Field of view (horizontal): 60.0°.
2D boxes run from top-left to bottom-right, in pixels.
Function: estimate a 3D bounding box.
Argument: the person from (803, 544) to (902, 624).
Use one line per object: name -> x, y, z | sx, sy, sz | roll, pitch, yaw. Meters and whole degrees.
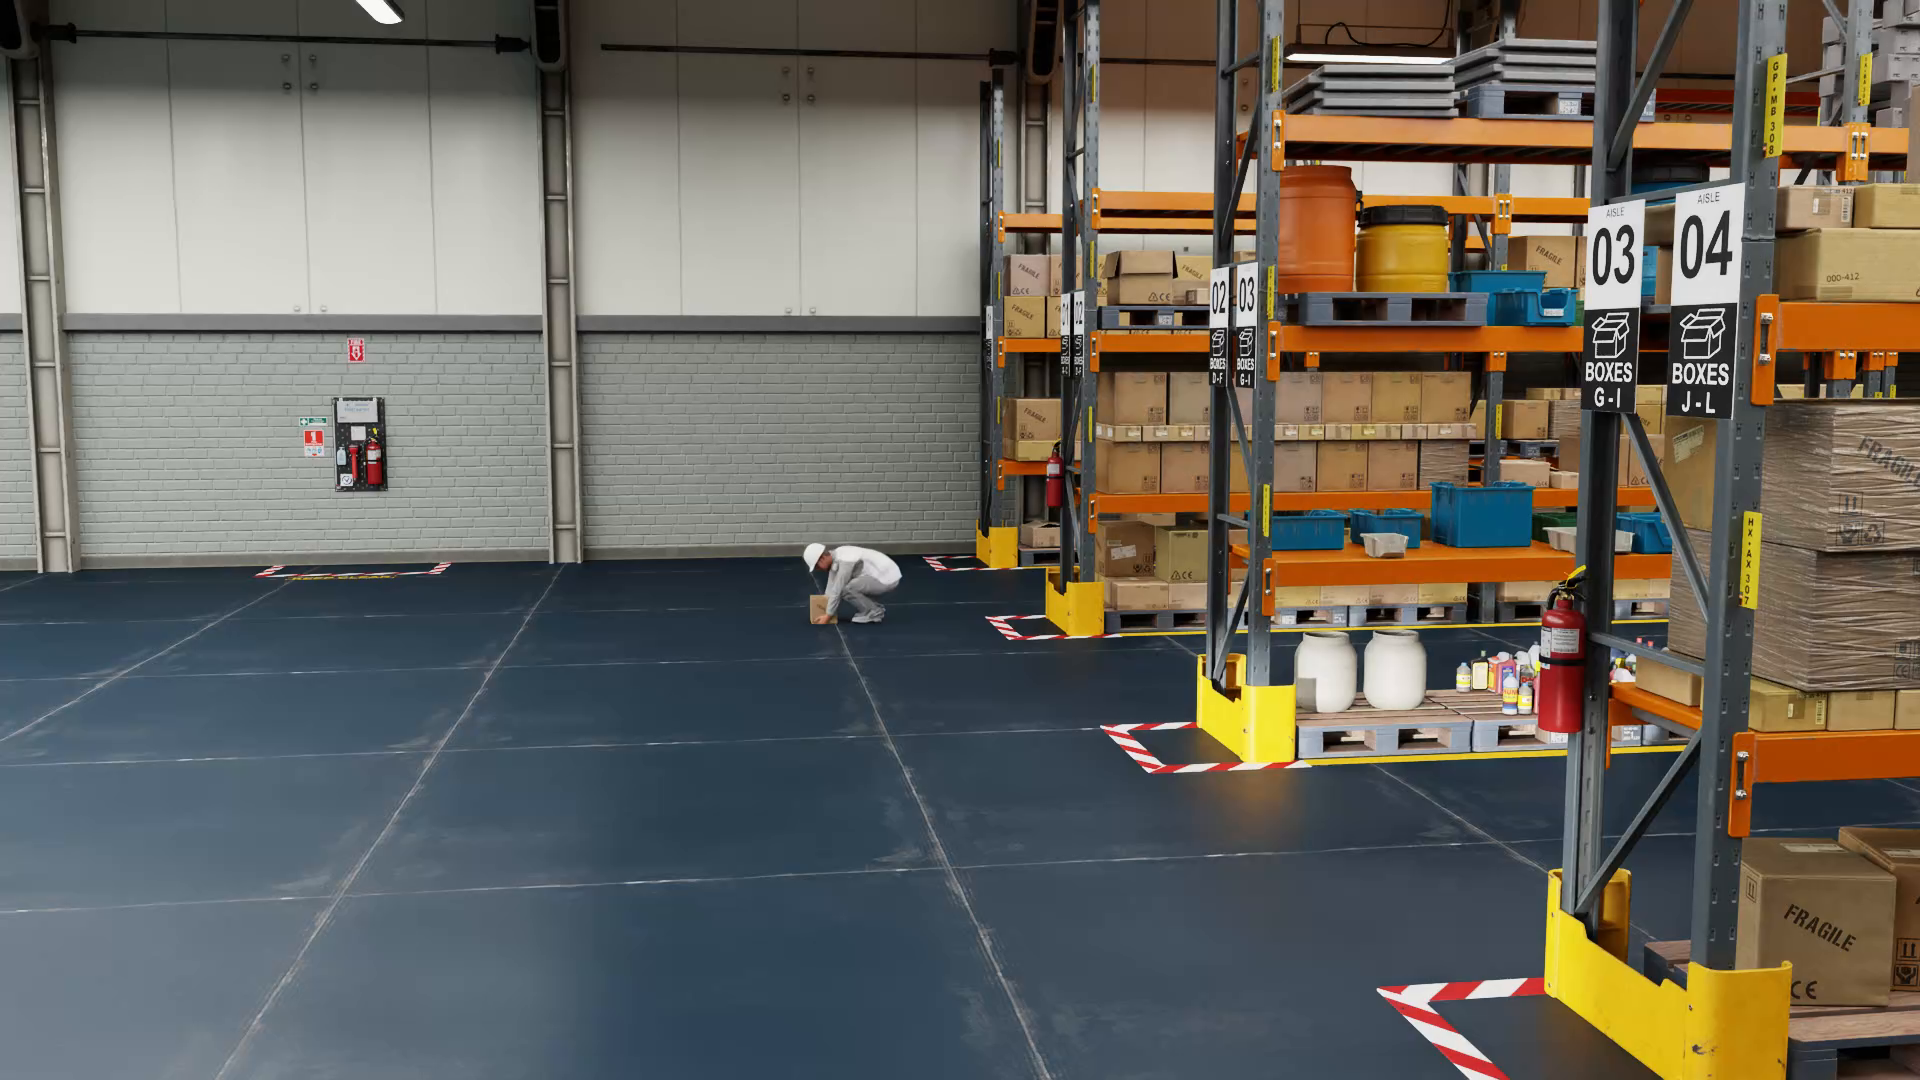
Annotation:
person -> -1.060, 0.449, 16.364 | 0.966, 0.847, 0.513 | -1, 7, -10
